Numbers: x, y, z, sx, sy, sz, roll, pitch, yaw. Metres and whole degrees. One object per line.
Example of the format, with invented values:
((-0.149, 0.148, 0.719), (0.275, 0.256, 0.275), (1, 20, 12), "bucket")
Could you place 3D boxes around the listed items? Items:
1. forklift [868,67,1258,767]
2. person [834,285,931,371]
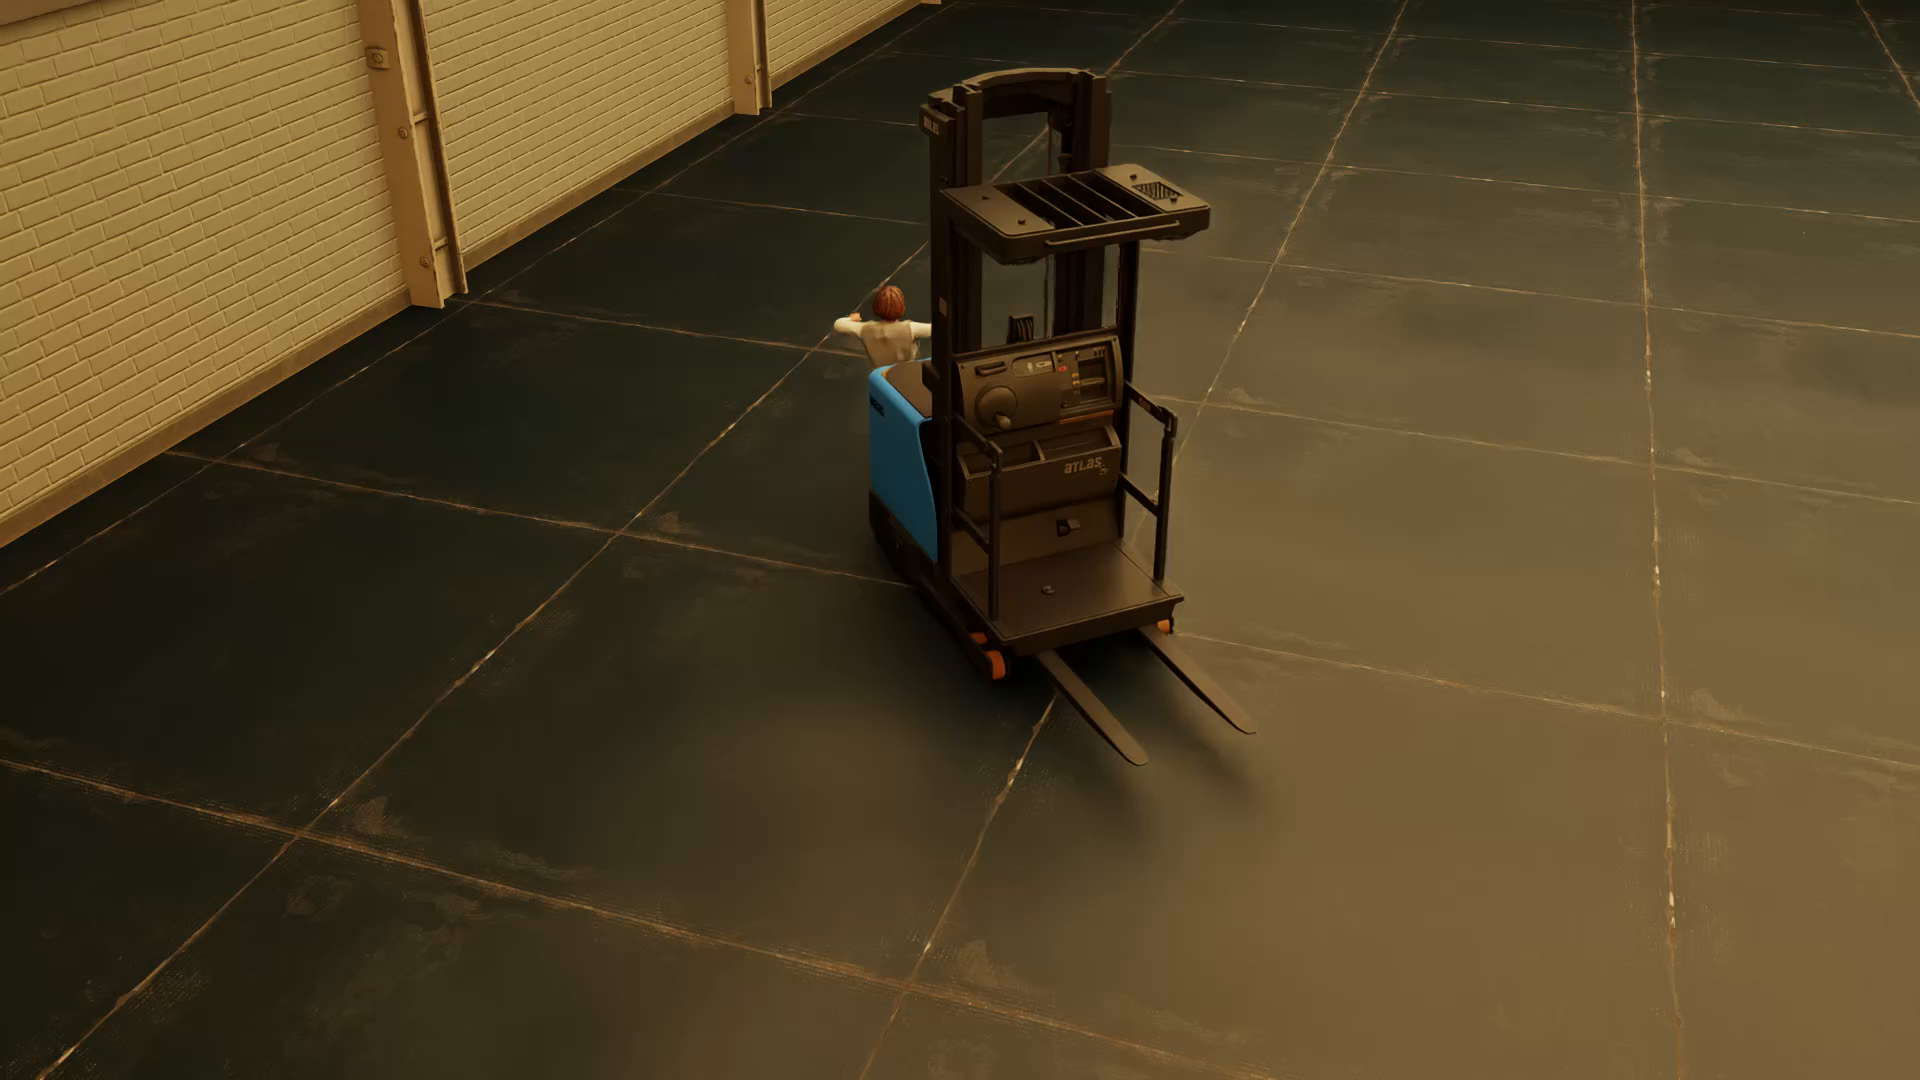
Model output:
((0.514, -0.773, 8.492), (1.130, 2.935, 3.031), (-13, 32, -21), "forklift")
((-0.308, -1.047, 10.546), (0.940, 1.360, 0.778), (6, 30, 11), "person")
